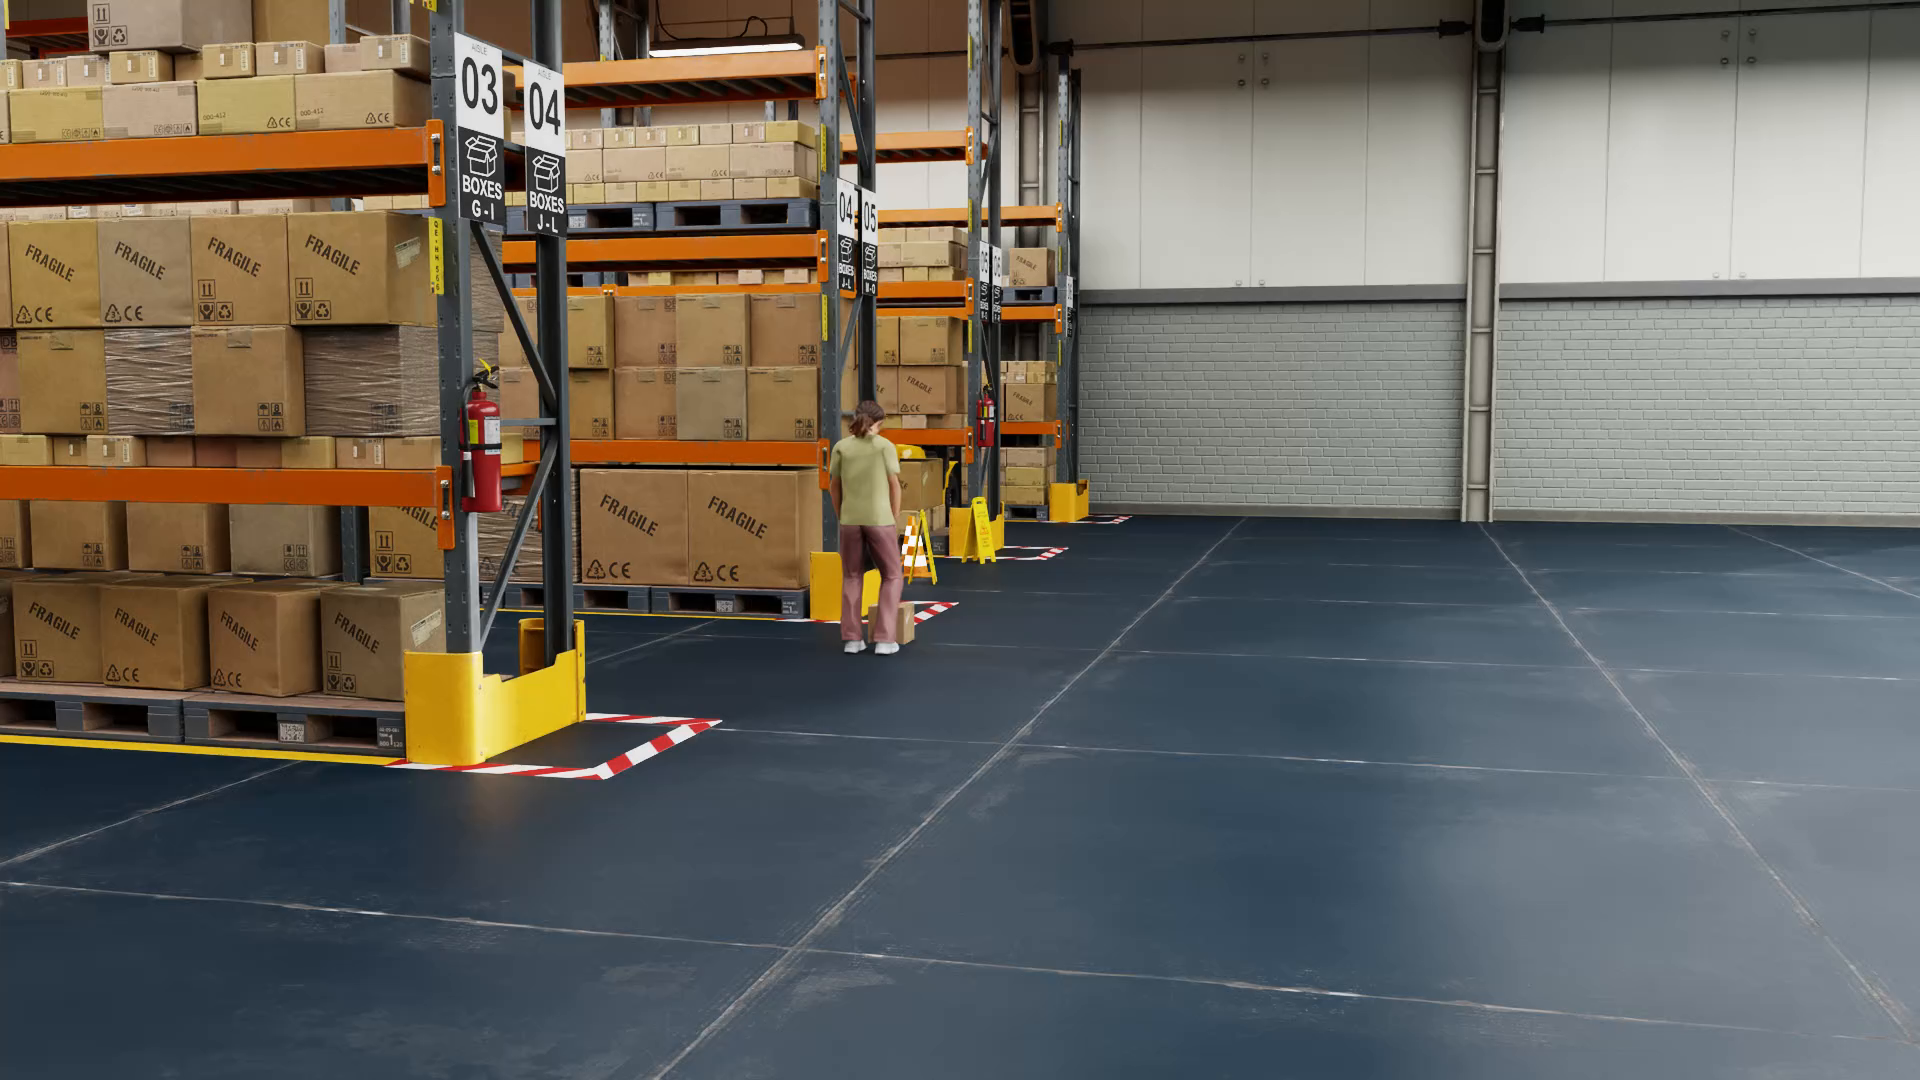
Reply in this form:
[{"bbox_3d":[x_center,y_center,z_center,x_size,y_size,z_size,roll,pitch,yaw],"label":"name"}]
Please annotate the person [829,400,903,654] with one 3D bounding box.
[{"bbox_3d":[-0.601,-0.083,10.615,0.474,1.617,0.406,1,5,15],"label":"person"}]
